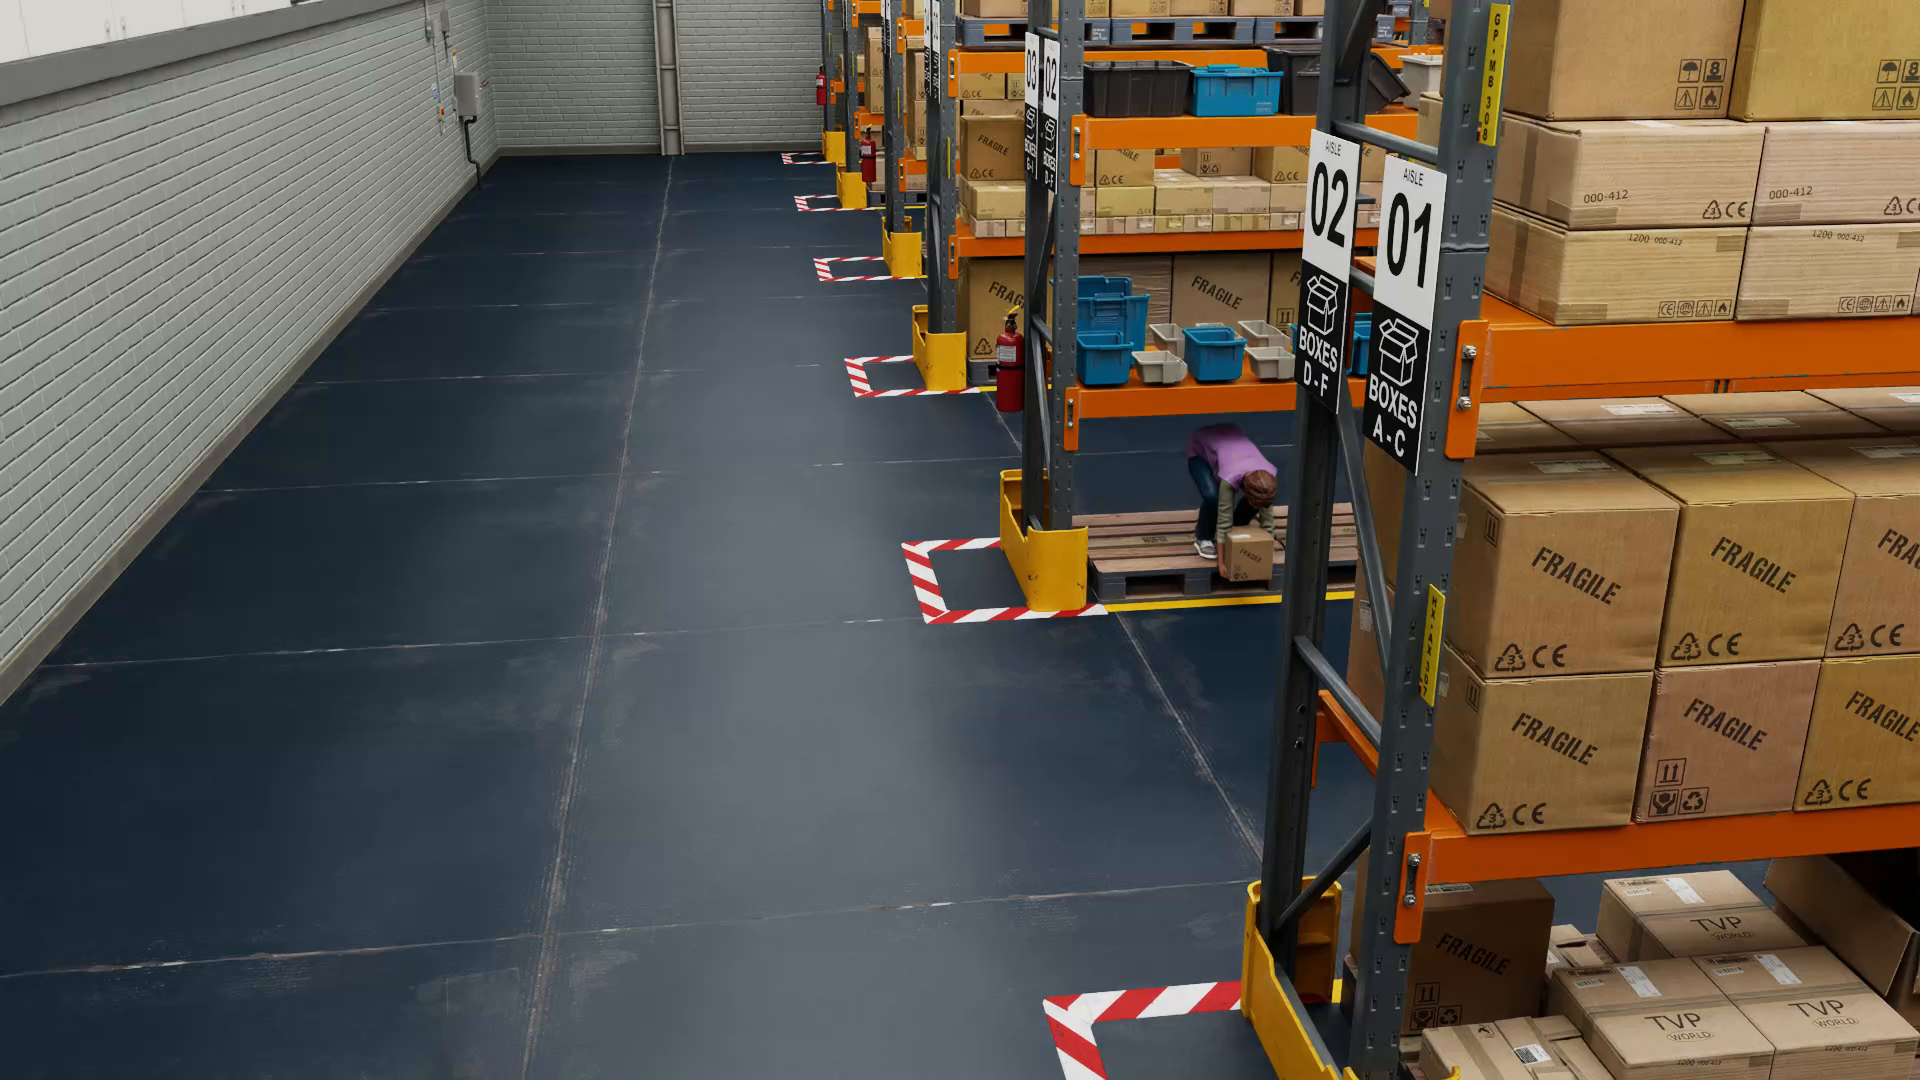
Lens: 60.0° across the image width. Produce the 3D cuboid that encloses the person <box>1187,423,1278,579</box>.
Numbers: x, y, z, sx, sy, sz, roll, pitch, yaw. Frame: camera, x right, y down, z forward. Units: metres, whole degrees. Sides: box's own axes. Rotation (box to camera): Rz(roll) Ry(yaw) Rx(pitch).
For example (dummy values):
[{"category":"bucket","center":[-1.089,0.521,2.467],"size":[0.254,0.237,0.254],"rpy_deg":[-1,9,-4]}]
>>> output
[{"category":"person","center":[1.623,-0.240,9.850],"size":[0.423,0.811,0.866],"rpy_deg":[-6,21,-15]}]
